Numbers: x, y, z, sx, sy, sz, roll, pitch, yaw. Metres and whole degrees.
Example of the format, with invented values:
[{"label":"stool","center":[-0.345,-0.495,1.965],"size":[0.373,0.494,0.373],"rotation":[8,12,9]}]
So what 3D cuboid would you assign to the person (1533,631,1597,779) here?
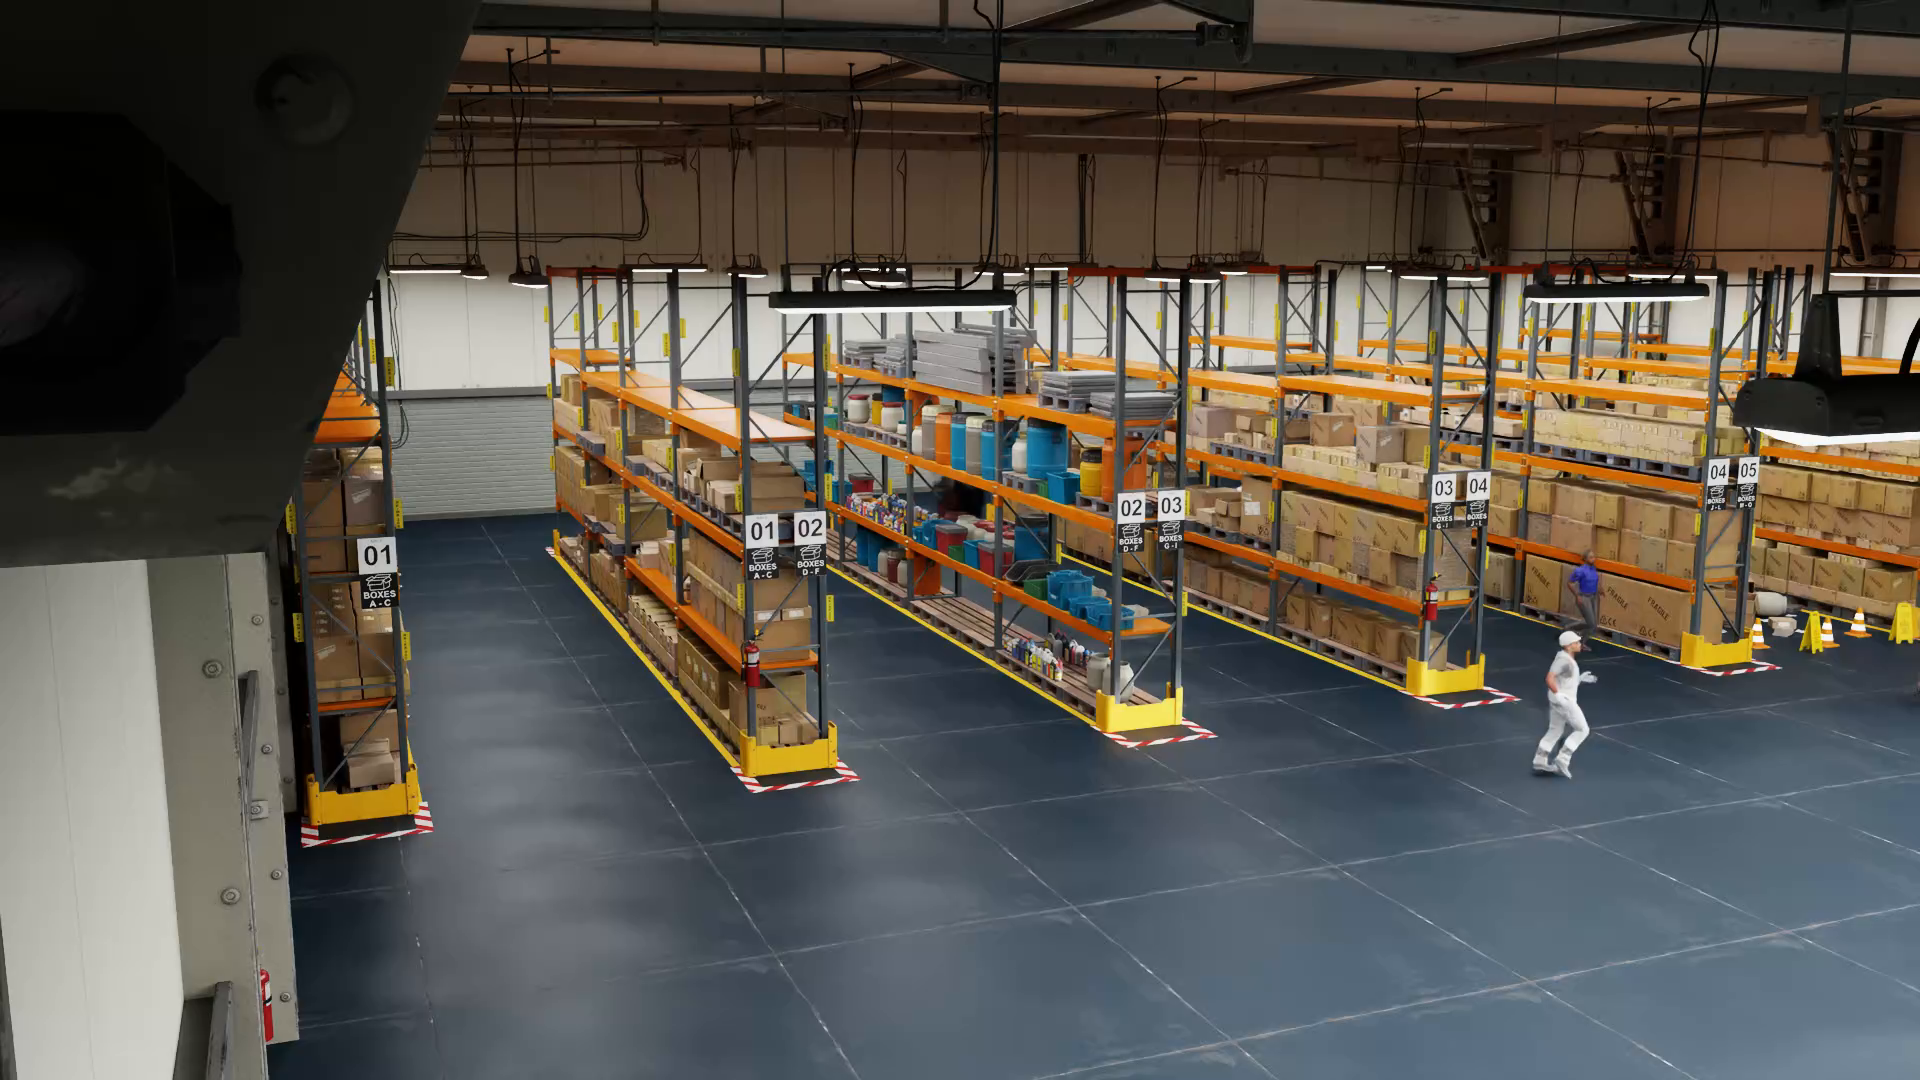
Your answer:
[{"label":"person","center":[7.361,1.988,20.188],"size":[0.709,1.806,0.620],"rotation":[2,10,9]}]

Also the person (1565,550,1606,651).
[{"label":"person","center":[9.995,0.966,26.501],"size":[0.574,1.612,0.558],"rotation":[-6,12,-31]}]

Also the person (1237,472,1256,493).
[{"label":"person","center":[6.086,-0.569,35.020],"size":[0.583,1.750,0.761],"rotation":[-4,11,-21]}]
